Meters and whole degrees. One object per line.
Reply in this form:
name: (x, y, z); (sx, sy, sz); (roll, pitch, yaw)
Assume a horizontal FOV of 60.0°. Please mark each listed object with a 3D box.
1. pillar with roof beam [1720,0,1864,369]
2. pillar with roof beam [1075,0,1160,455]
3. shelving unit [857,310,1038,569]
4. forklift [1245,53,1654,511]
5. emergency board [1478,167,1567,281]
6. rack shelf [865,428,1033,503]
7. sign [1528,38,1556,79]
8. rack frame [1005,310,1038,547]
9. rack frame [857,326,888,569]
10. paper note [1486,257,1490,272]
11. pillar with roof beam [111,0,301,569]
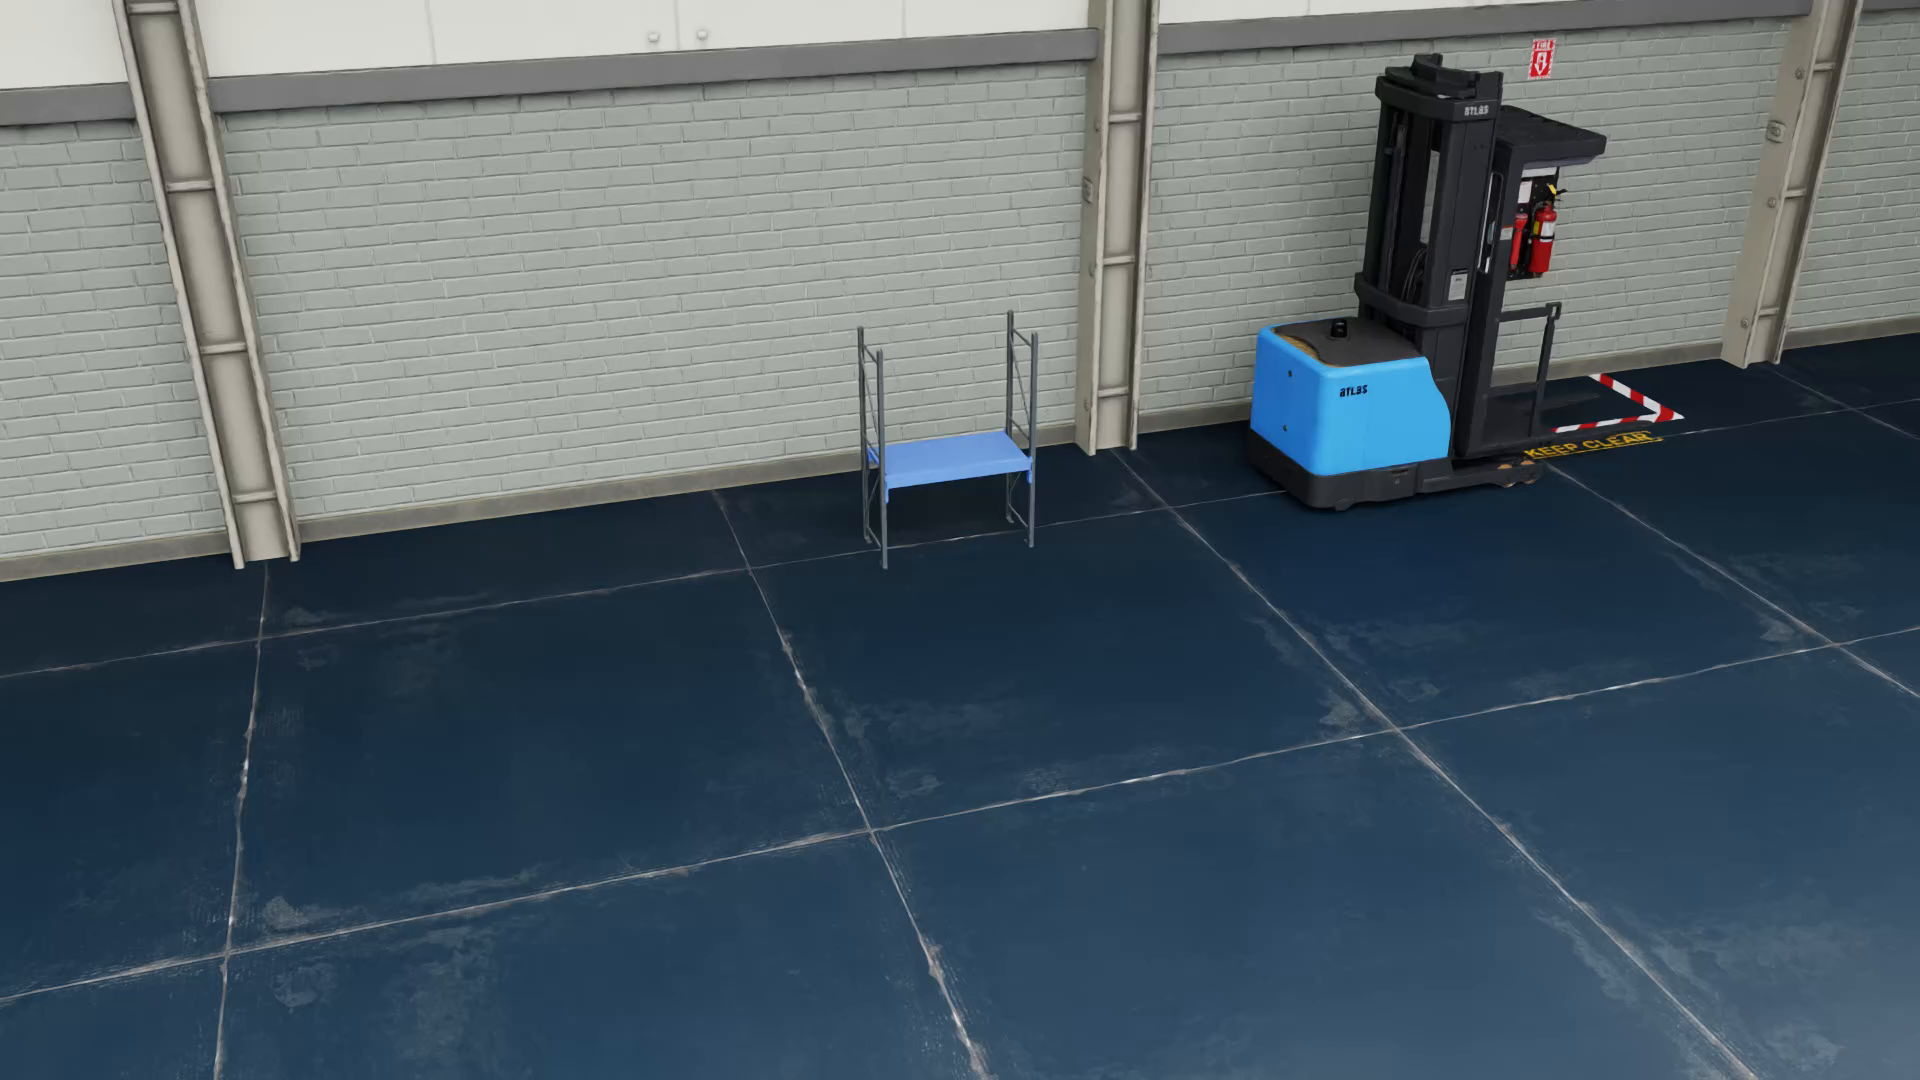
pillar with roof beam: (8.149, -3.765, 8.708); (0.400, 9.000, 9.100); (-8, 28, -16)
pillar with roof beam: (2.444, -2.939, 7.044); (0.400, 9.000, 9.100); (-8, 28, -16)
shelving unit: (-0.081, -0.660, 10.887); (1.048, 1.500, 0.538); (-8, 28, -16)
forklift: (3.689, -1.902, 11.780); (3.031, 2.935, 1.130); (-9, 28, -18)
emergency board: (4.454, -2.574, 13.056); (0.643, 1.169, 0.194); (-8, 28, -16)
rack shelf: (-0.081, -0.499, 10.967); (1.000, 0.185, 0.538); (-8, 28, -16)
sign: (4.416, -3.653, 12.623); (0.199, 0.298, 0.001); (-8, 28, -16)
rack frame: (0.402, -0.730, 11.028); (0.032, 1.500, 0.500); (-8, 28, -16)
rack frame: (-0.564, -0.590, 10.746); (0.032, 1.500, 0.500); (-8, 28, -16)
paper note: (4.265, -2.184, 13.261); (0.142, 0.148, 0.016); (-8, 28, -16)
pillar with roof beam: (-3.261, -2.113, 5.380); (0.400, 9.000, 9.100); (-8, 28, -16)
